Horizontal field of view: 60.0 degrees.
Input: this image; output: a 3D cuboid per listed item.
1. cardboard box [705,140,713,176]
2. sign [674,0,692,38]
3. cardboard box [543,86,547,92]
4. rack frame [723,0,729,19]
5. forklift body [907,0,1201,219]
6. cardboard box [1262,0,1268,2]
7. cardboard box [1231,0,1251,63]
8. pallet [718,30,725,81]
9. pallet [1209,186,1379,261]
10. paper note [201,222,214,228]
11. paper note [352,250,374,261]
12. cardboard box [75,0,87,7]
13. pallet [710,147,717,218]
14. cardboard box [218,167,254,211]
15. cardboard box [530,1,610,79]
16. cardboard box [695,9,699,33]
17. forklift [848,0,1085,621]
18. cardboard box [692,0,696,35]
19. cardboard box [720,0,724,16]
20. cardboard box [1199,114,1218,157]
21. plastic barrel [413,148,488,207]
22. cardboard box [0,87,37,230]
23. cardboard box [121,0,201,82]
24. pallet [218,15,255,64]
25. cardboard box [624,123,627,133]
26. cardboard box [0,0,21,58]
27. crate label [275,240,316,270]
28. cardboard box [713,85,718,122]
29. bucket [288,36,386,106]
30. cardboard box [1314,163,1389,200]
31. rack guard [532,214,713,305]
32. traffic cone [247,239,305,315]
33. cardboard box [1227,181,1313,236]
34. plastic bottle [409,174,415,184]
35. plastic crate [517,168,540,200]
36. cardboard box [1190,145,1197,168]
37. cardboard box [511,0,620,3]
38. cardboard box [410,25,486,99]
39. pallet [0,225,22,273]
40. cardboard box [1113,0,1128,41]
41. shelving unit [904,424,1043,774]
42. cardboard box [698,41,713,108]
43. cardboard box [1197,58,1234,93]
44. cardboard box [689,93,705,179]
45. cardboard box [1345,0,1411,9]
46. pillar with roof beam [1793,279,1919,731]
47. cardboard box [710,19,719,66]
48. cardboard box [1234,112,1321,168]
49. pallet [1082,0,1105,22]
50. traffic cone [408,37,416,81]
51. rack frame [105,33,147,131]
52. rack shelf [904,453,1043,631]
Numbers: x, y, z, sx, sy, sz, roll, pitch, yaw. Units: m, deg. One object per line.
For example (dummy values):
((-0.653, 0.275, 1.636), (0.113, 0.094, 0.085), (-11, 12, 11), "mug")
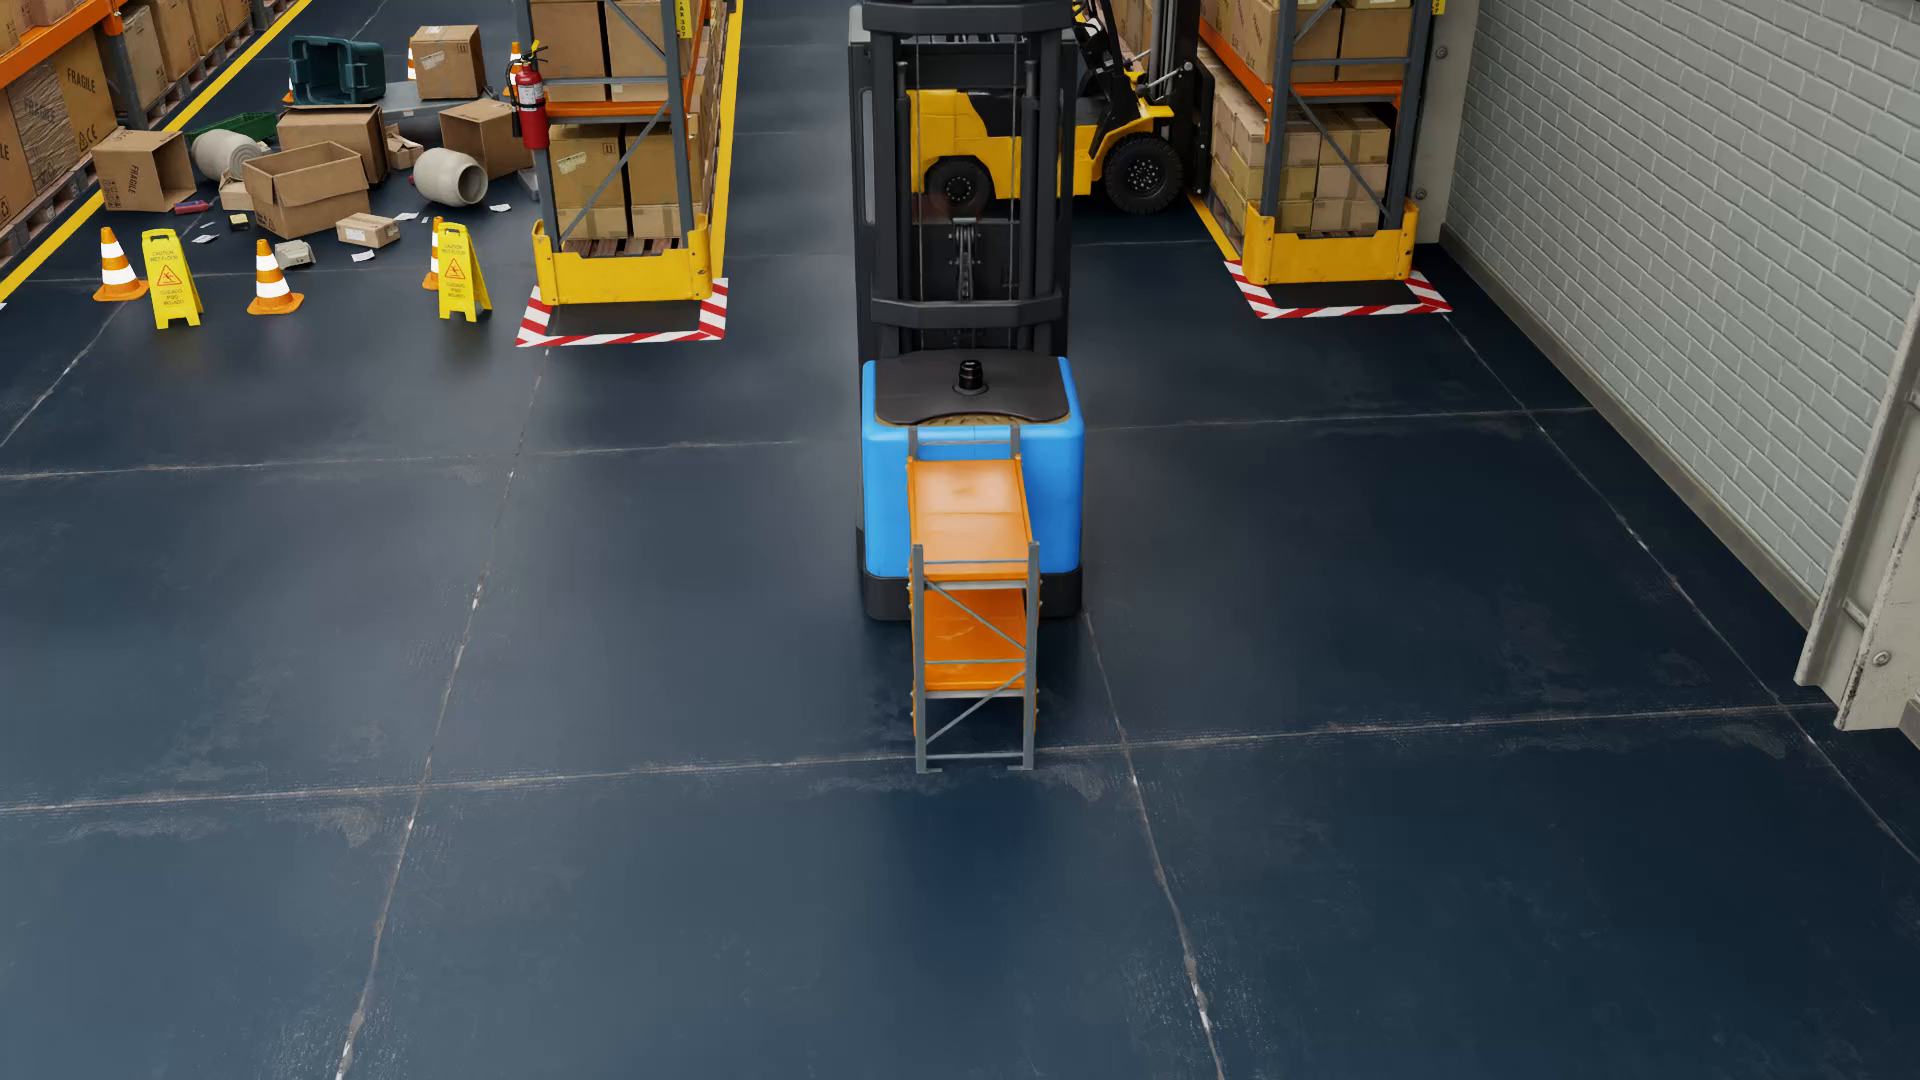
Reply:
((-2.221, -2.944, 13.025), (0.500, 0.250, 0.500), (-1, 31, -1), "cardboard box")
((-1.777, -3.378, 10.635), (0.100, 0.325, 0.005), (-3, 31, -5), "sign")
((-2.699, -3.177, 11.388), (0.380, 0.149, 0.250), (-3, 31, -5), "cardboard box")
((-3.064, -7.064, 17.652), (1.000, 3.000, 0.127), (-3, 31, -5), "rack frame")
((0.631, -3.736, 12.907), (2.313, 2.155, 1.214), (-3, 31, -5), "forklift body")
((2.260, -3.834, 11.513), (0.380, 0.149, 0.250), (-2, 31, -4), "cardboard box")
((2.278, -3.766, 12.033), (0.500, 0.500, 0.500), (-2, 31, -3), "cardboard box")
((-2.882, -4.847, 16.658), (1.003, 0.211, 1.213), (-3, 31, -5), "pallet")
((2.512, -2.411, 12.580), (1.003, 0.211, 1.213), (-3, 31, -5), "pallet")
((-5.795, -2.425, 12.800), (0.032, 0.001, 0.123), (13, 33, 21), "paper note")
((-4.387, -2.092, 12.223), (0.148, 0.019, 0.142), (-14, 33, -22), "paper note")
((-7.563, -4.610, 13.396), (0.875, 0.550, 0.550), (-3, 31, -5), "cardboard box")
((-2.476, -2.859, 13.331), (1.003, 0.211, 1.213), (-3, 31, -5), "pallet")
((-5.615, -2.770, 13.129), (0.396, 0.266, 0.258), (2, 31, 4), "cardboard box")
((-2.642, -3.414, 11.153), (0.500, 0.500, 0.500), (-3, 31, -5), "cardboard box")
((-2.205, -3.984, 12.741), (0.380, 0.149, 0.250), (-2, 31, -4), "cardboard box")
((0.002, -1.595, 8.562), (1.130, 2.935, 3.031), (-1, 31, -2), "forklift")
((-2.185, -3.930, 12.017), (0.500, 0.500, 0.500), (-3, 31, -6), "cardboard box")
((-3.022, -5.827, 17.734), (0.950, 0.372, 0.625), (-5, 31, -8), "cardboard box")
((2.163, -3.187, 12.944), (0.500, 0.250, 0.500), (-3, 31, -6), "cardboard box")
((-4.017, -2.856, 13.118), (0.512, 0.421, 0.421), (20, 36, 29), "plastic barrel")
((-7.449, -2.751, 12.094), (0.875, 0.875, 0.875), (-3, 31, -5), "cardboard box")
((-7.843, -4.753, 15.567), (1.050, 0.750, 0.750), (-3, 31, -5), "cardboard box")
((-7.985, -5.172, 17.203), (1.003, 0.211, 1.213), (-3, 31, -5), "pallet")
((-2.704, -2.964, 12.328), (0.500, 0.500, 0.500), (-2, 31, -3), "cardboard box")
((-7.407, -3.783, 12.012), (0.875, 0.550, 0.500), (-3, 31, -5), "cardboard box")
((-4.850, -2.080, 12.099), (0.250, 0.136, 0.298), (-20, 36, -30), "crate label")
((-2.368, -3.733, 14.346), (0.500, 0.250, 0.500), (-1, 31, -2), "cardboard box")
((-5.301, -4.021, 14.267), (0.726, 0.611, 0.620), (8, 22, 13), "bucket")
((2.788, -2.684, 12.103), (0.500, 0.250, 0.500), (-2, 31, -4), "cardboard box")
((-2.324, -1.945, 11.520), (1.175, 0.500, 0.348), (-3, 31, -5), "rack guard")
((-4.715, -1.822, 11.349), (0.336, 0.463, 0.334), (-3, 31, -5), "traffic cone")
((2.266, -2.444, 12.189), (0.500, 0.250, 0.500), (-3, 31, -4), "cardboard box")
((-4.437, -3.012, 13.733), (0.133, 0.061, 0.283), (2, 31, 4), "plastic bottle")
((-3.360, -2.928, 13.574), (0.402, 0.080, 0.583), (-14, 33, -22), "plastic crate")
((2.121, -3.218, 13.485), (0.500, 0.250, 0.500), (-2, 31, -3), "cardboard box")
((-2.582, -3.830, 10.874), (0.700, 0.500, 0.500), (-3, 31, -6), "cardboard box")
((-4.460, -4.173, 14.511), (0.500, 0.500, 0.500), (-3, 31, -5), "cardboard box")
((-7.388, -1.898, 11.722), (1.003, 0.211, 1.213), (-3, 31, -5), "pallet")
((2.054, -5.469, 16.887), (0.875, 0.625, 0.625), (-4, 31, -7), "cardboard box")
((0.041, 0.240, 7.251), (0.538, 1.125, 1.048), (-1, 31, -2), "shelving unit")
((-2.319, -3.795, 13.719), (0.500, 0.500, 0.500), (-2, 31, -4), "cardboard box")
((2.121, -3.645, 13.225), (0.500, 0.250, 0.500), (-3, 31, -6), "cardboard box")
((-2.173, -3.006, 12.397), (0.500, 0.500, 0.500), (-4, 31, -6), "cardboard box")
((2.851, -3.727, 11.334), (0.380, 0.149, 0.250), (-4, 31, -6), "cardboard box")
((-0.269, -2.924, 4.870), (9.100, 9.000, 0.400), (-3, 31, -5), "pillar with roof beam")
((-2.813, -4.709, 15.861), (0.950, 0.372, 0.625), (-1, 31, -1), "cardboard box")
((2.271, -2.869, 11.925), (0.500, 0.250, 0.500), (-2, 31, -3), "cardboard box")
((1.915, -5.685, 18.061), (1.003, 0.211, 1.213), (-3, 31, -5), "pallet")
((-5.223, -4.599, 15.998), (0.336, 0.463, 0.334), (-3, 31, -5), "traffic cone")
((-7.610, -4.733, 13.749), (1.000, 3.000, 0.127), (-3, 31, -5), "rack frame")
((0.041, -0.011, 7.101), (0.538, 0.278, 1.000), (-1, 31, -2), "rack shelf")
